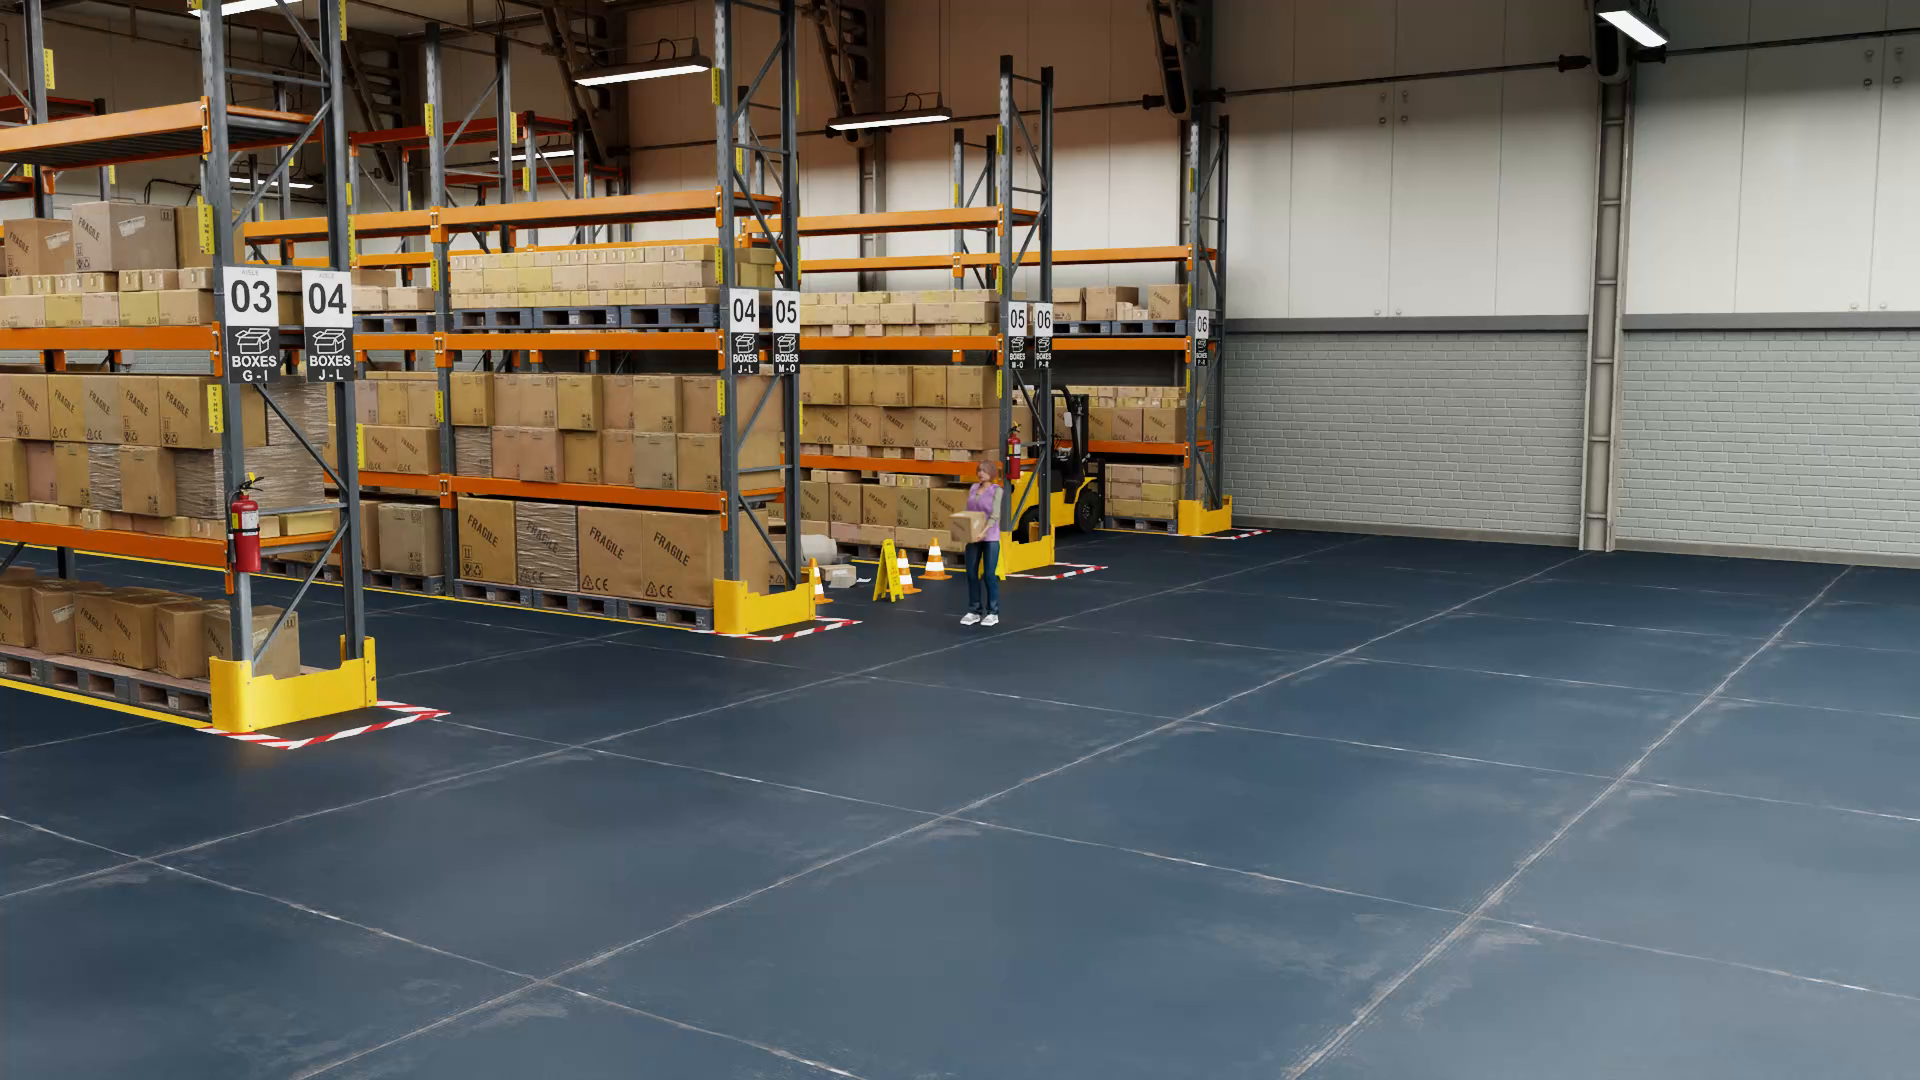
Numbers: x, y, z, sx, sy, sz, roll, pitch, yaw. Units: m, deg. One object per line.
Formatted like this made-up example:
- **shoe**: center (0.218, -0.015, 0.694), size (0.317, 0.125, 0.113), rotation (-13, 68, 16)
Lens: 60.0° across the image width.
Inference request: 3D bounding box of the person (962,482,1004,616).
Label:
- **person**: center (0.224, 0.098, 16.056), size (0.419, 1.302, 0.323), rotation (4, 8, 33)
